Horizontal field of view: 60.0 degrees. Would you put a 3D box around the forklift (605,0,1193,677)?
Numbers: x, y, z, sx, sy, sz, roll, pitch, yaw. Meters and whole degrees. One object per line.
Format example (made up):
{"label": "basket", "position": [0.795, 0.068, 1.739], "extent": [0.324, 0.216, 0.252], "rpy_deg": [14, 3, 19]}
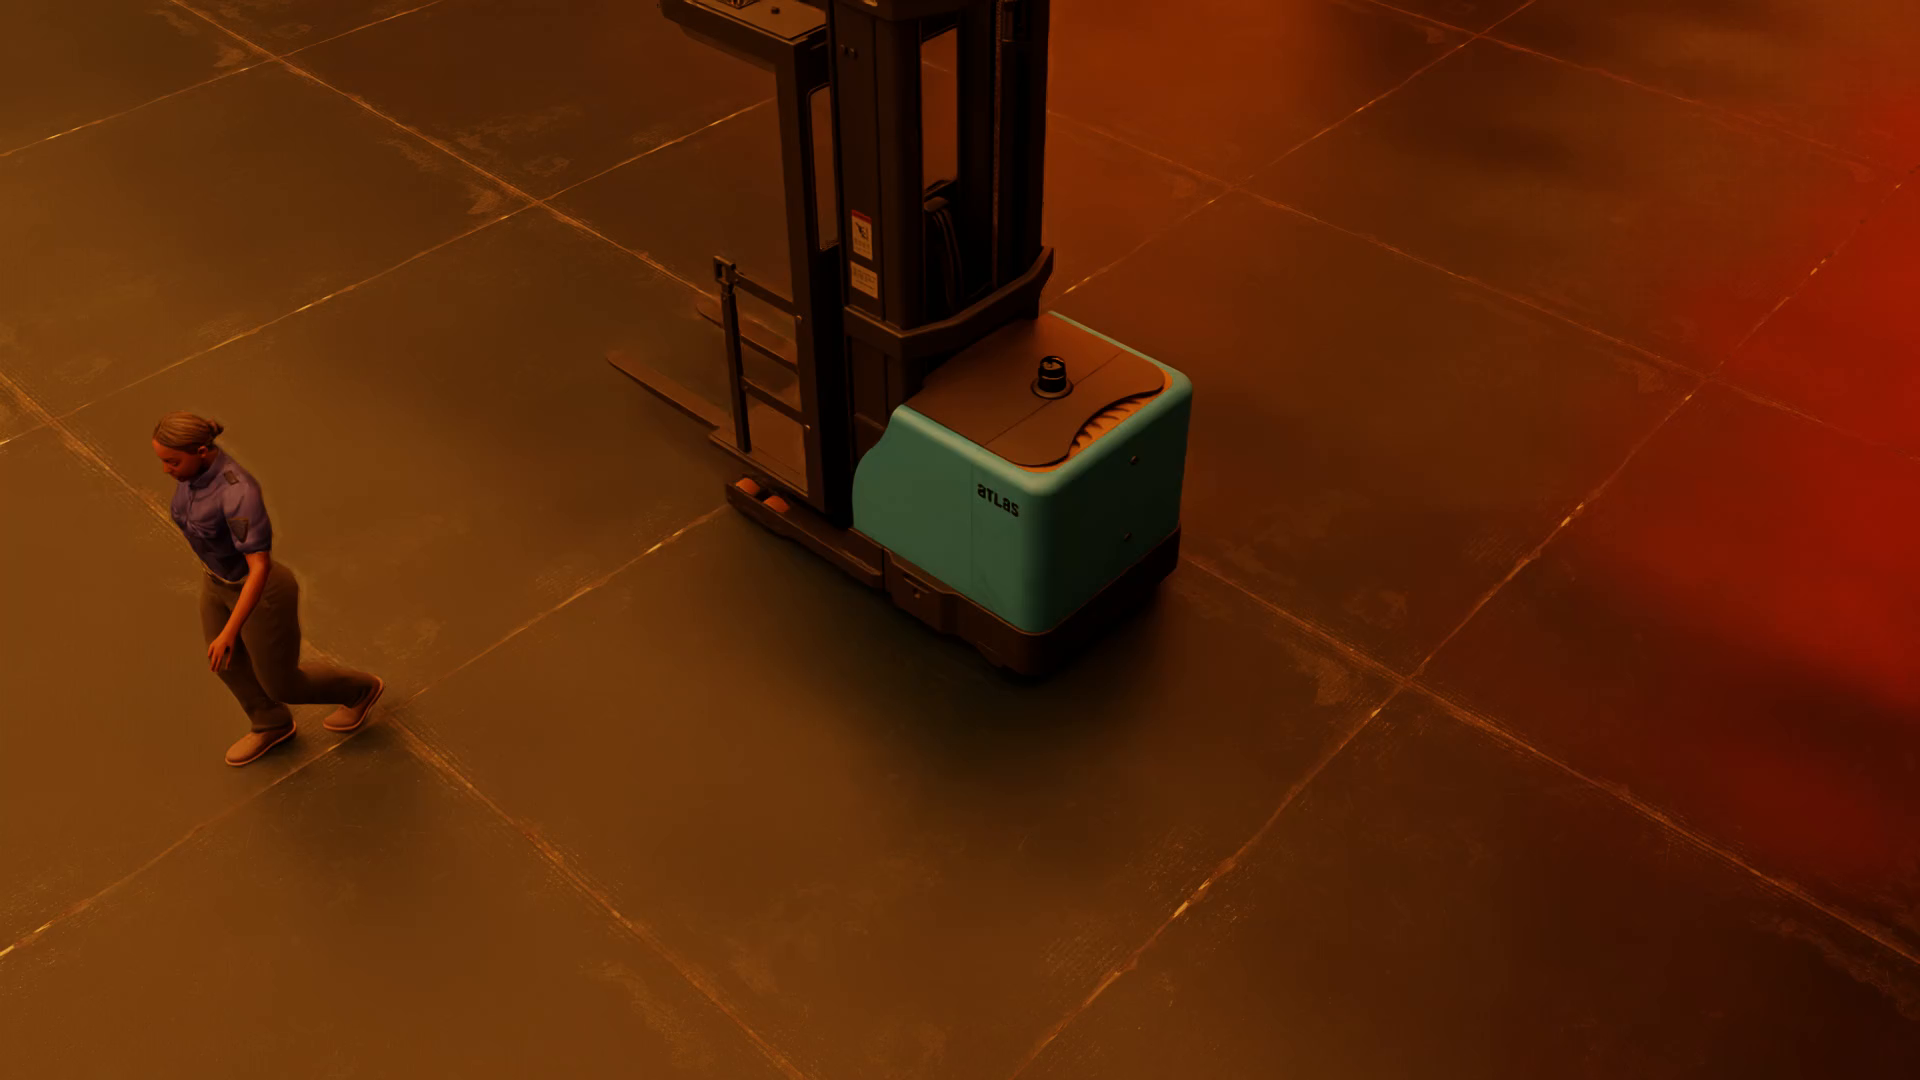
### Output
{"label": "forklift", "position": [-0.458, -1.376, 7.033], "extent": [3.031, 2.935, 1.130], "rpy_deg": [31, 49, 31]}

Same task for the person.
{"label": "person", "position": [-2.670, 0.179, 6.220], "extent": [0.779, 1.641, 0.663], "rpy_deg": [30, 49, 30]}
